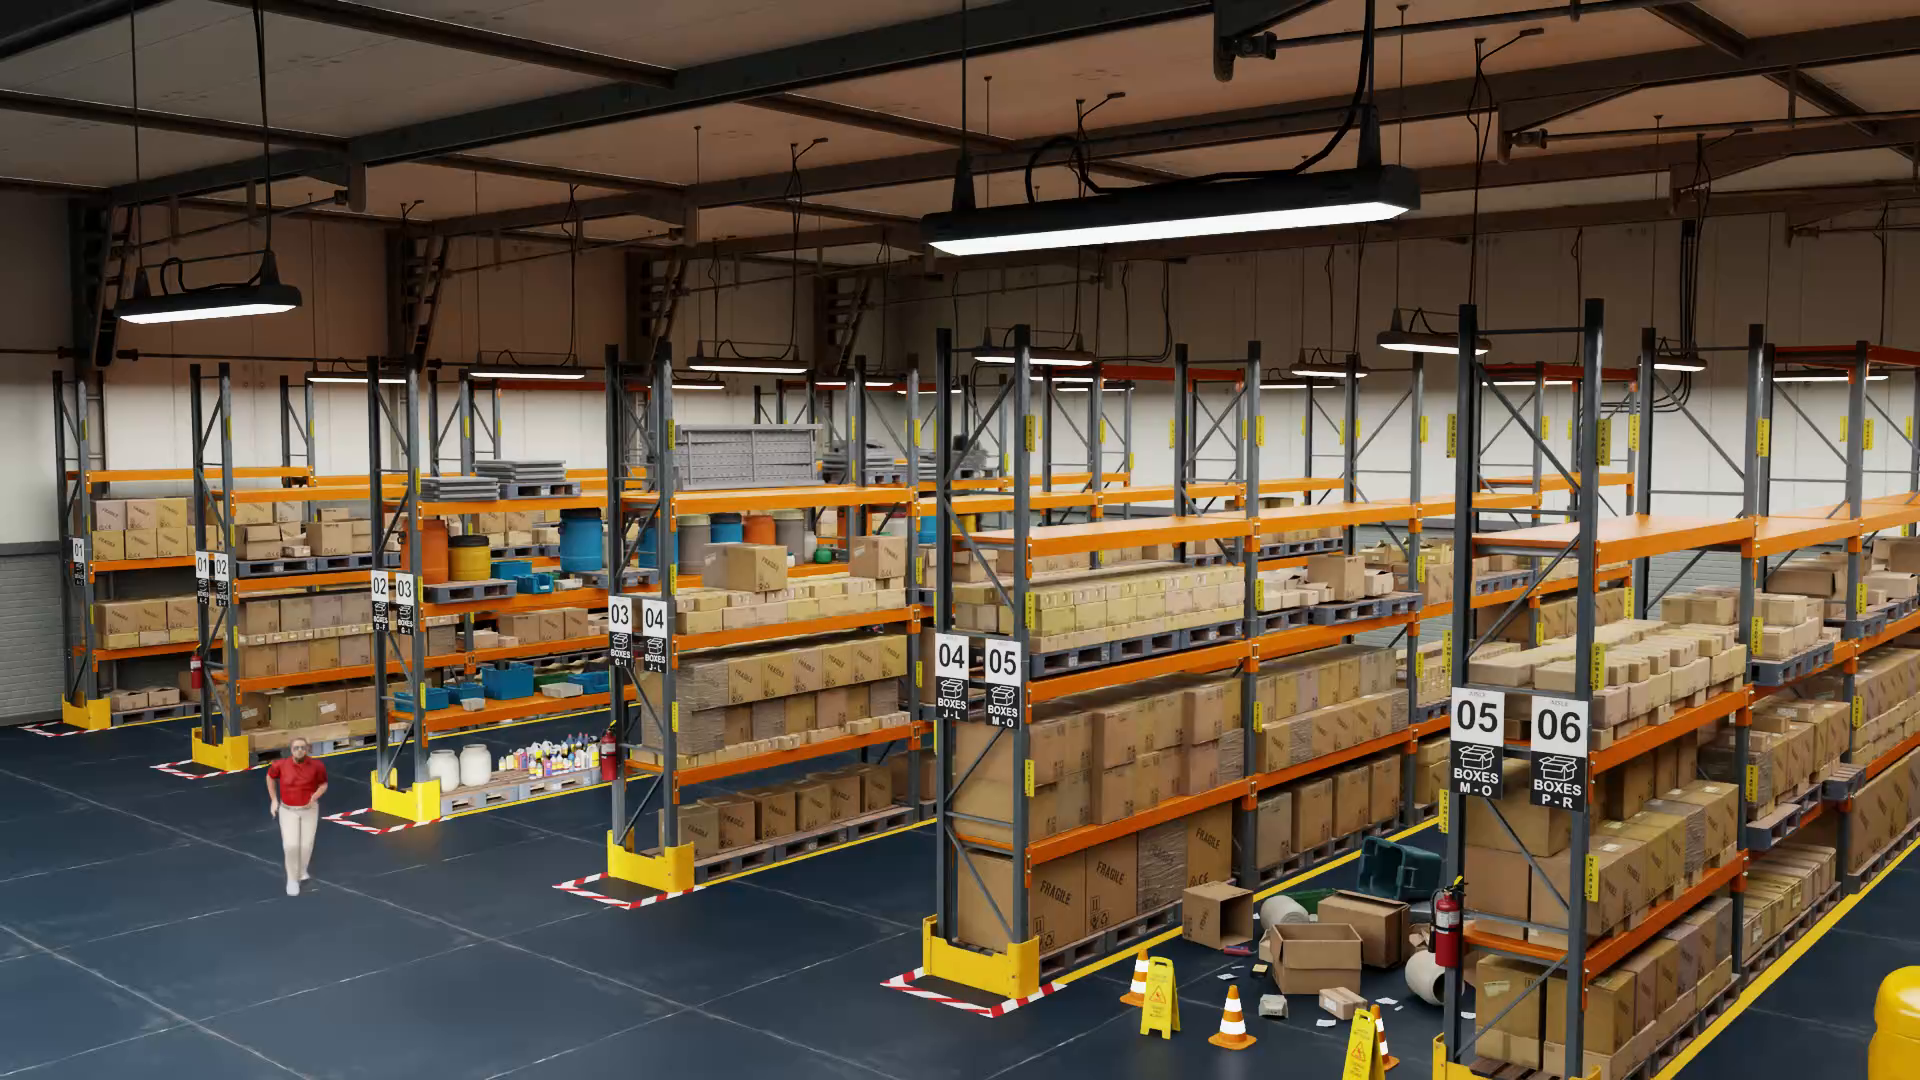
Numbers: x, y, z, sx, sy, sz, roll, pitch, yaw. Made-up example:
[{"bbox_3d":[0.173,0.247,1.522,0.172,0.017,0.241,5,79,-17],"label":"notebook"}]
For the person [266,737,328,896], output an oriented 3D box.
[{"bbox_3d":[-7.256,3.018,18.252,0.596,1.753,0.858,-2,5,-30],"label":"person"}]
